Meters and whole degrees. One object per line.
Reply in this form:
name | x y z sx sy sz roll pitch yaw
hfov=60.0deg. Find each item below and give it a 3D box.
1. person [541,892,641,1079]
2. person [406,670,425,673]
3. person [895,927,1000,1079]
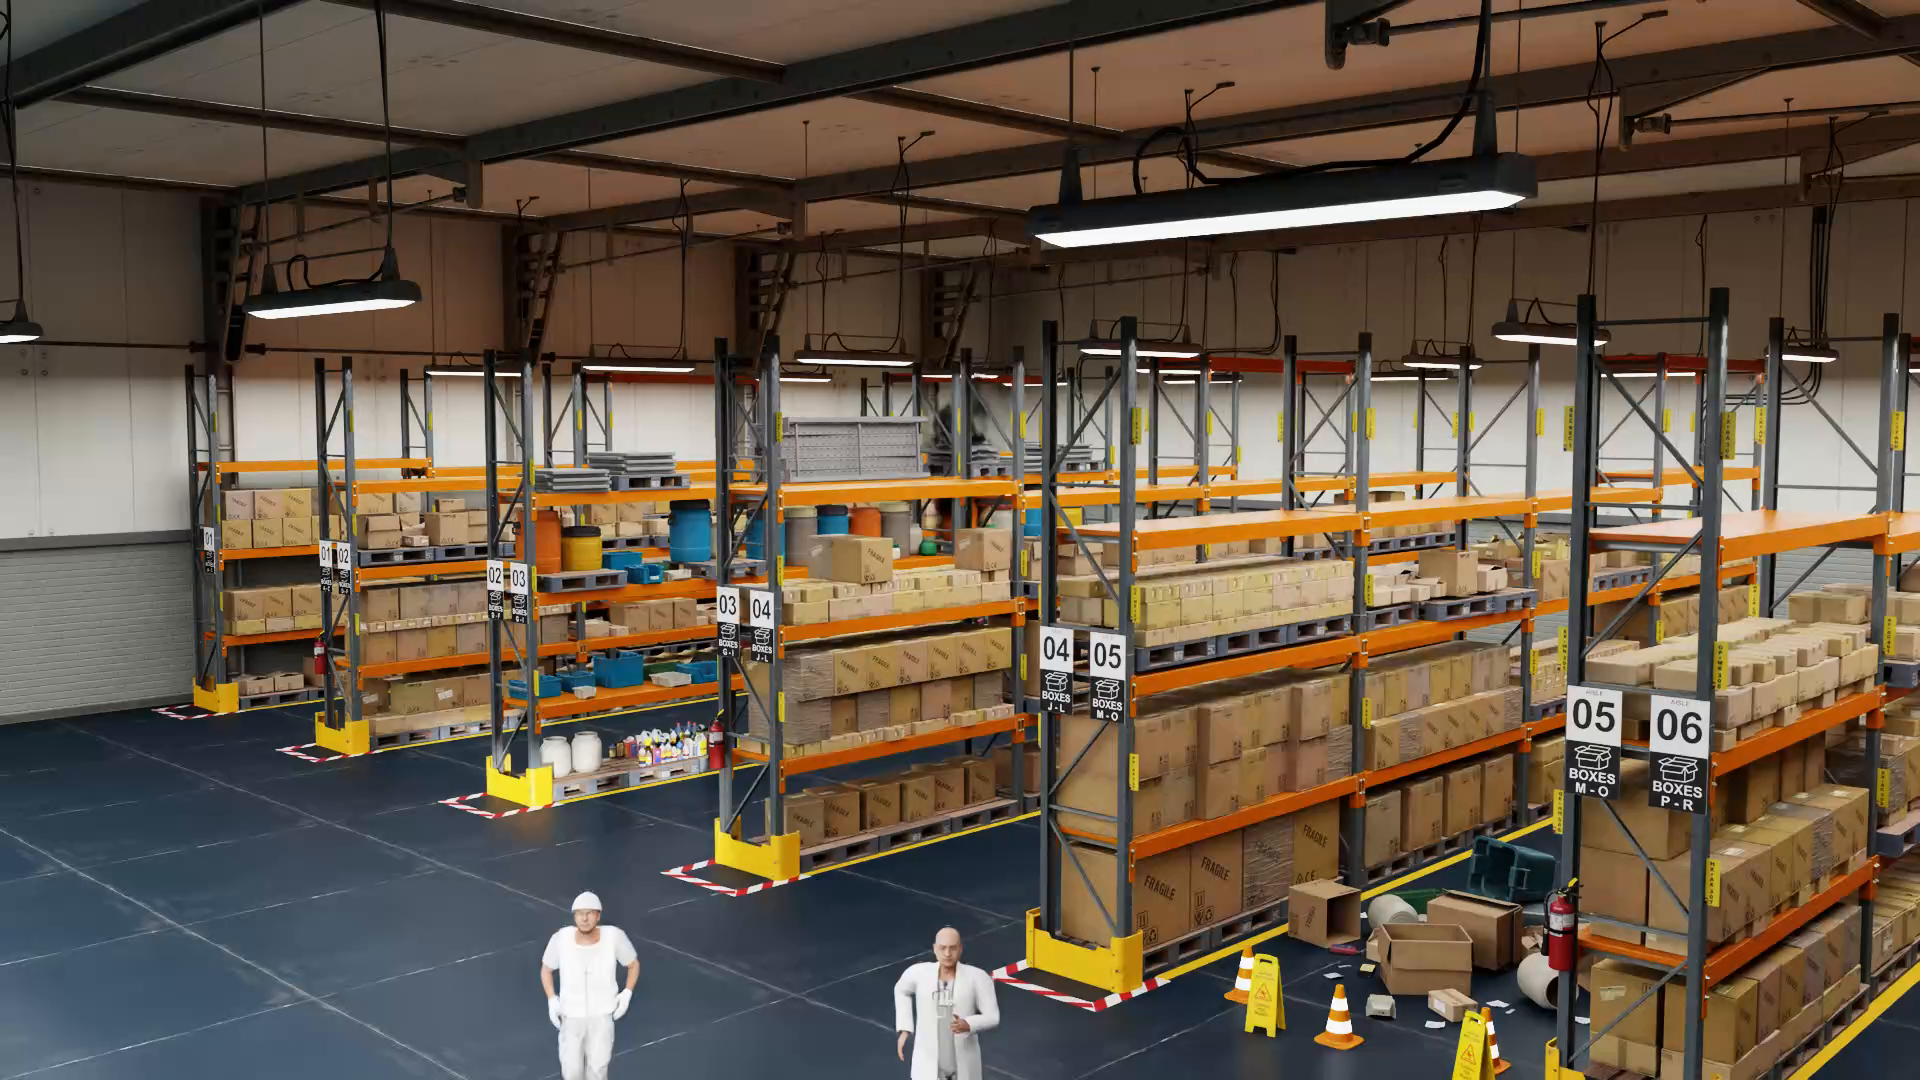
person | -2.655 3.379 11.979 0.703 1.754 0.604 -1 4 -9
person | -9.331 2.127 28.539 0.678 1.693 0.992 3 5 36
person | -0.084 3.397 10.849 0.680 1.757 0.867 0 4 -3
